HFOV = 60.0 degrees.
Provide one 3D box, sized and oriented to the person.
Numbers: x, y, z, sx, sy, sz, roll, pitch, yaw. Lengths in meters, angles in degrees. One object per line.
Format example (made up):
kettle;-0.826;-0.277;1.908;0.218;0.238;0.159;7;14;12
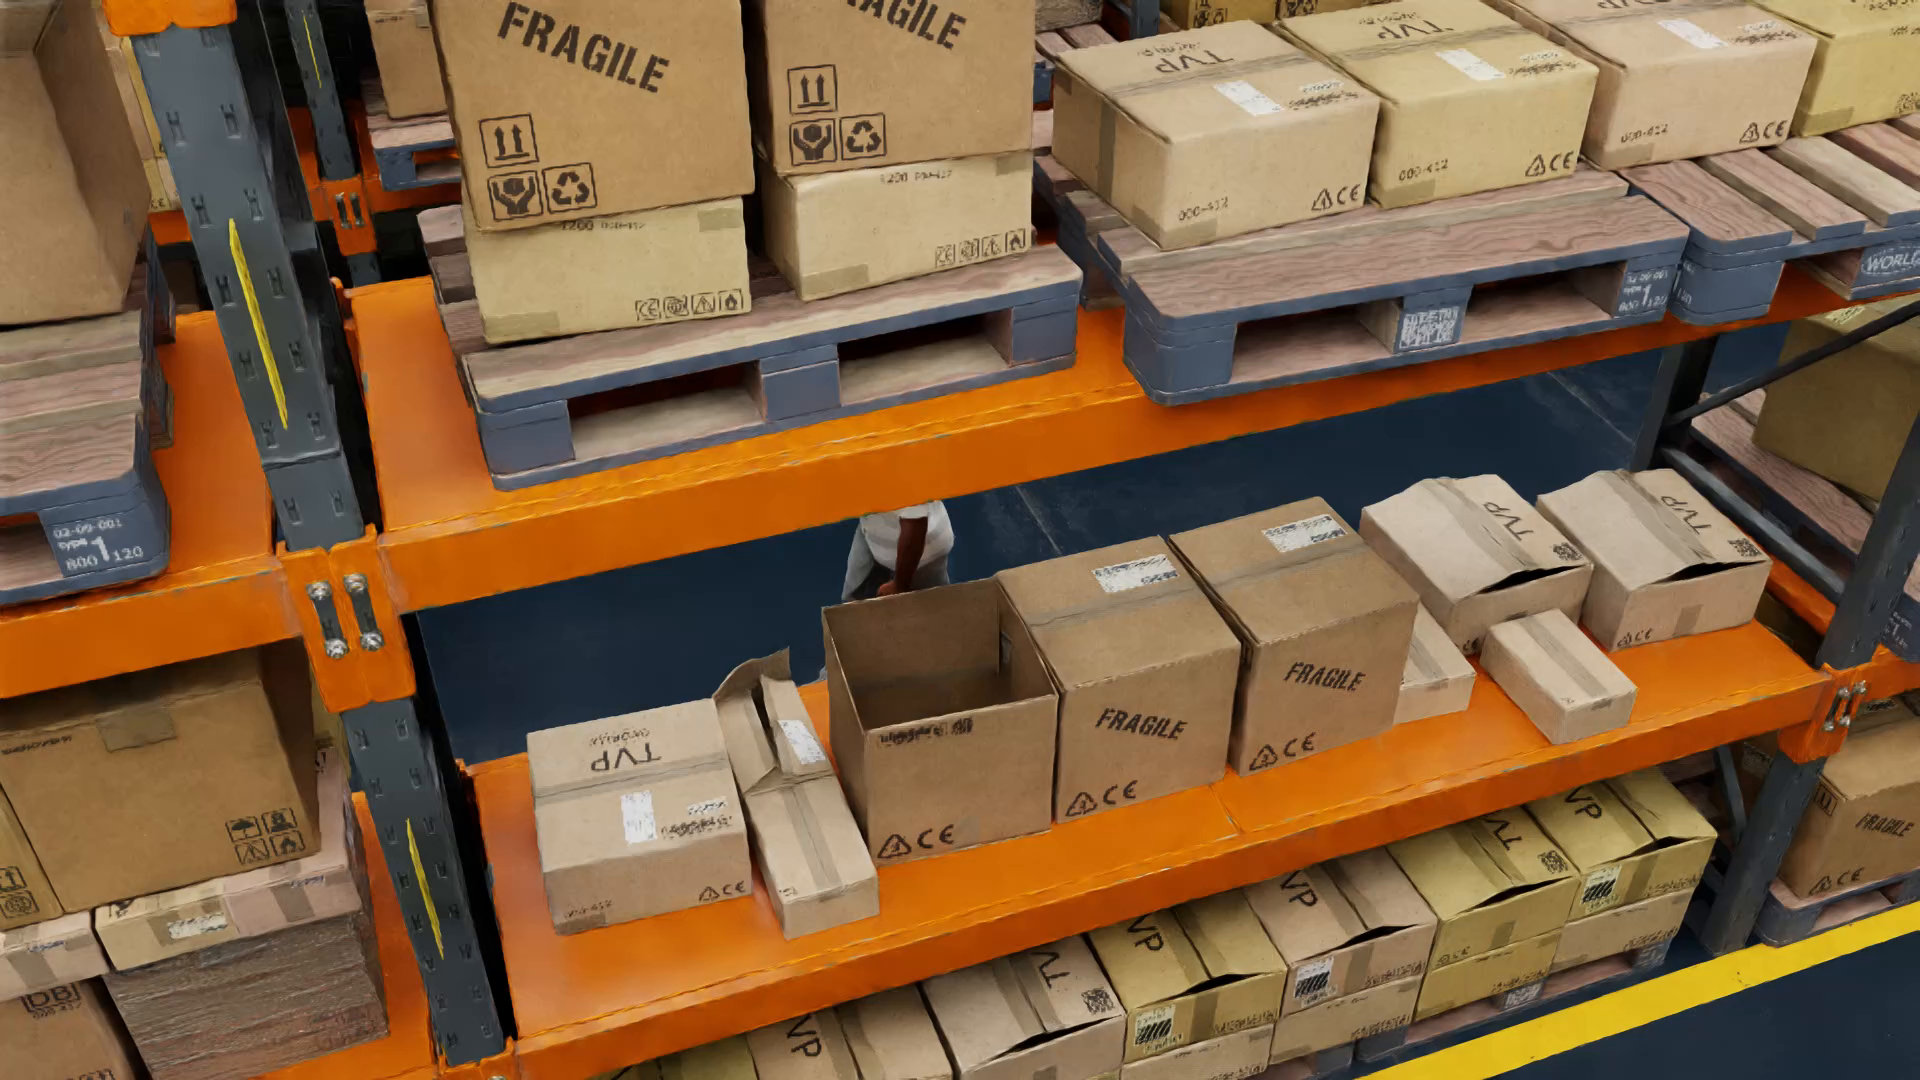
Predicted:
person;-0.284;0.008;6.105;0.795;1.739;0.597;-11;39;-14
